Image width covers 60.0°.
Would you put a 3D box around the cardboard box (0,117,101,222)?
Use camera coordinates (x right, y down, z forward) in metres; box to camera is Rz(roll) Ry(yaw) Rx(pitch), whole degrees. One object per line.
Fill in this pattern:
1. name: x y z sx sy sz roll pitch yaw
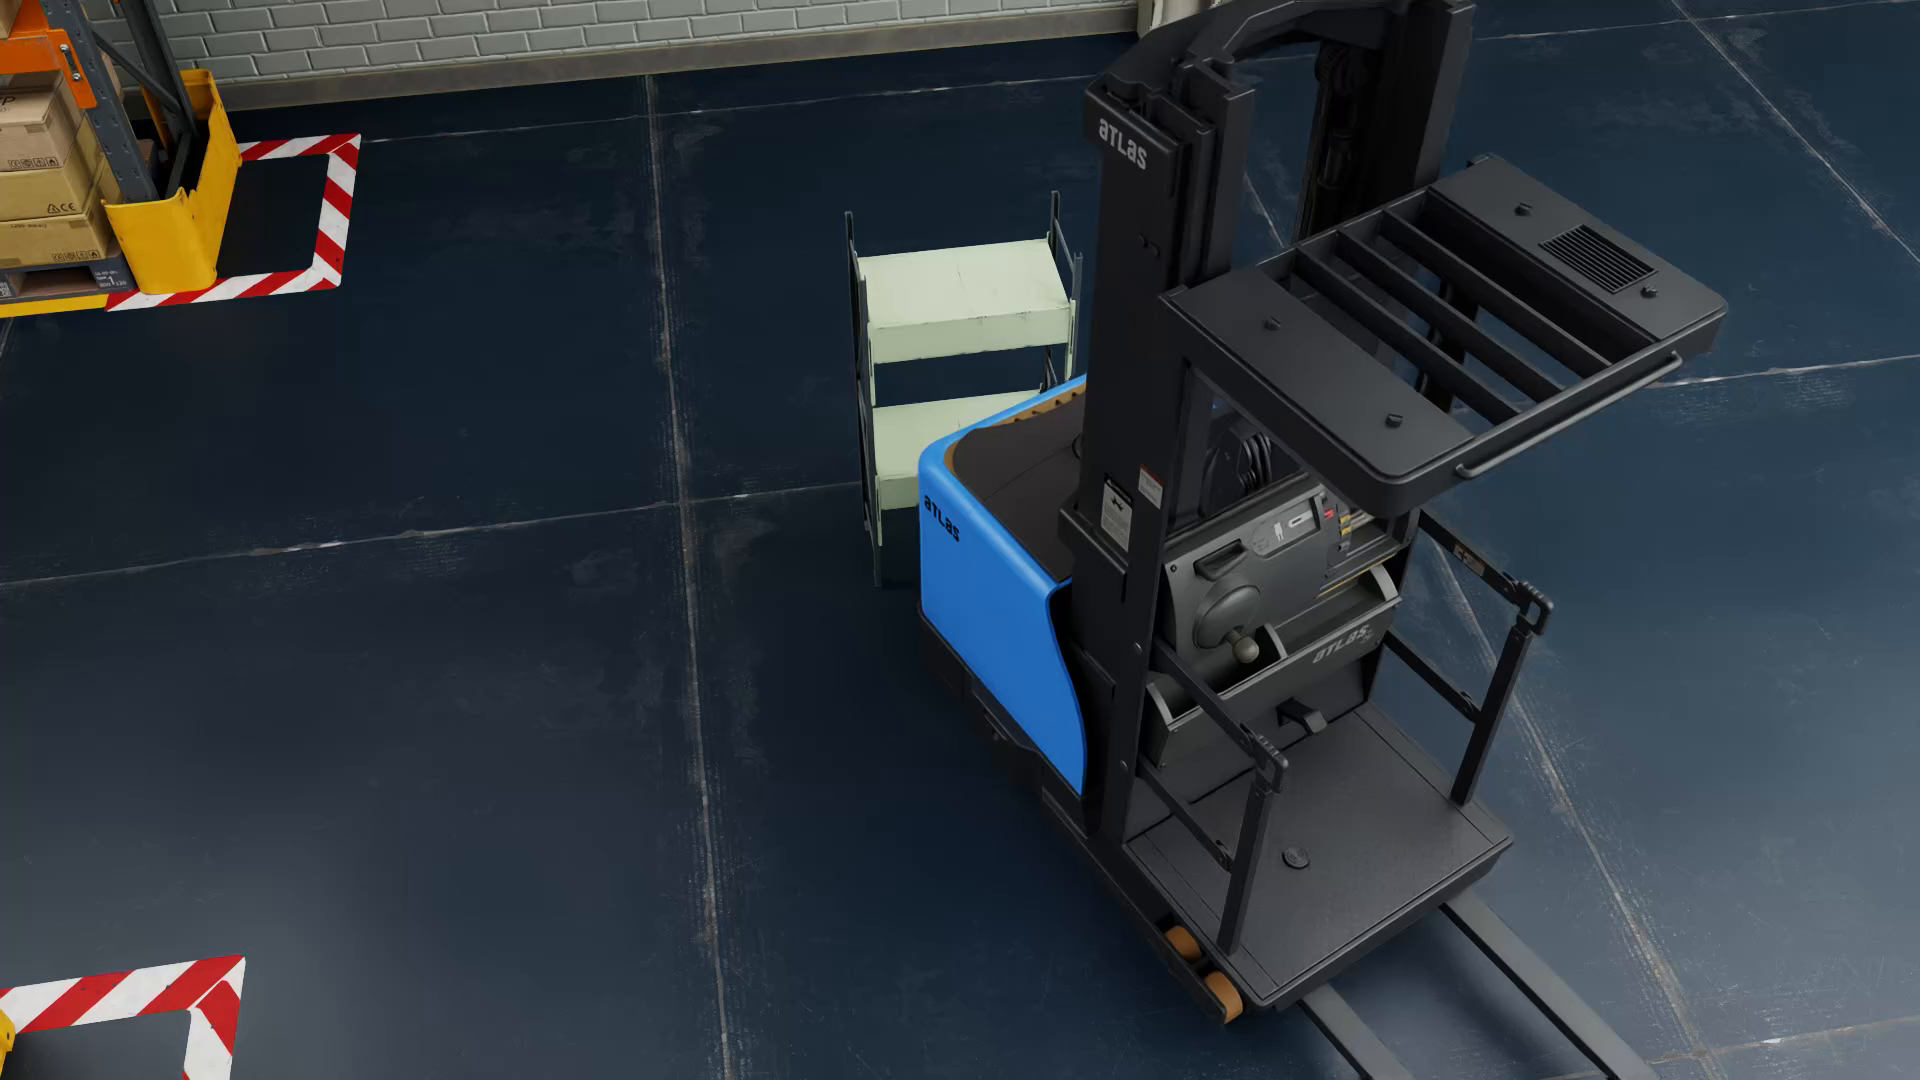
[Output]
1. cardboard box: -4.265 -1.707 7.582 0.500 0.250 0.500 -8 47 -7

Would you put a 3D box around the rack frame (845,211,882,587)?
1. rack frame: -0.354 -0.476 6.167 0.023 1.500 0.400 -7 46 -7

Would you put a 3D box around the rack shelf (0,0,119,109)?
1. rack shelf: -5.810 -2.128 7.217 4.000 0.370 1.077 -7 46 -7

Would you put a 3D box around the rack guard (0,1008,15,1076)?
1. rack guard: -3.064 1.775 4.693 0.348 0.500 1.175 -7 46 -7

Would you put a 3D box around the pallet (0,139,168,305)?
1. pallet: -4.585 -1.532 8.080 1.213 0.211 1.003 -7 46 -7

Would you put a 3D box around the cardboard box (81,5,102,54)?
1. cardboard box: -4.345 -2.237 7.746 0.500 0.250 0.500 -8 47 -7

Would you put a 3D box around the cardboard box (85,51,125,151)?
1. cardboard box: -4.338 -2.078 7.940 0.500 0.250 0.500 -6 46 -6

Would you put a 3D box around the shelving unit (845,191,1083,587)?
1. shelving unit: 0.007 -0.521 6.211 0.755 1.500 0.431 -7 46 -7

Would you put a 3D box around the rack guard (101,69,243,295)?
1. rack guard: -3.815 -1.759 8.098 0.348 0.500 1.175 -7 46 -7

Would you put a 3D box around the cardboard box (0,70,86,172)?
1. cardboard box: -4.239 -1.884 7.406 0.500 0.250 0.500 -6 46 -5

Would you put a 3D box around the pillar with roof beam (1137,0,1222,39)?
1. pillar with roof beam: 1.968 -2.941 3.335 0.400 9.000 9.100 -7 46 -7

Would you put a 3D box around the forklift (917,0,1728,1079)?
1. forklift: 1.076 0.115 4.603 1.130 2.935 3.031 -26 51 -23

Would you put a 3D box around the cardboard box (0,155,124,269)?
1. cardboard box: -4.248 -1.533 7.762 0.500 0.250 0.500 -7 46 -7

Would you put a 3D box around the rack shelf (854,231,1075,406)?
1. rack shelf: 0.007 -0.792 5.930 0.720 0.370 0.431 -7 46 -7

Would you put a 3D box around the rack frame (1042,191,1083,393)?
1. rack frame: 0.367 -0.566 6.254 0.023 1.500 0.400 -7 46 -7

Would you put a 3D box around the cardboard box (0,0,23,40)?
1. cardboard box: -4.279 -2.411 6.921 0.500 0.500 0.500 -8 47 -8

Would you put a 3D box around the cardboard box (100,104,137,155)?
1. cardboard box: -4.356 -1.894 8.109 0.500 0.250 0.500 -7 46 -7

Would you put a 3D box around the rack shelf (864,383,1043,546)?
1. rack shelf: 0.007 -0.295 6.445 0.720 0.370 0.431 -7 46 -7

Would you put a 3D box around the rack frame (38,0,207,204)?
1. rack frame: -3.839 -2.623 7.195 0.127 3.000 1.000 -7 46 -7
